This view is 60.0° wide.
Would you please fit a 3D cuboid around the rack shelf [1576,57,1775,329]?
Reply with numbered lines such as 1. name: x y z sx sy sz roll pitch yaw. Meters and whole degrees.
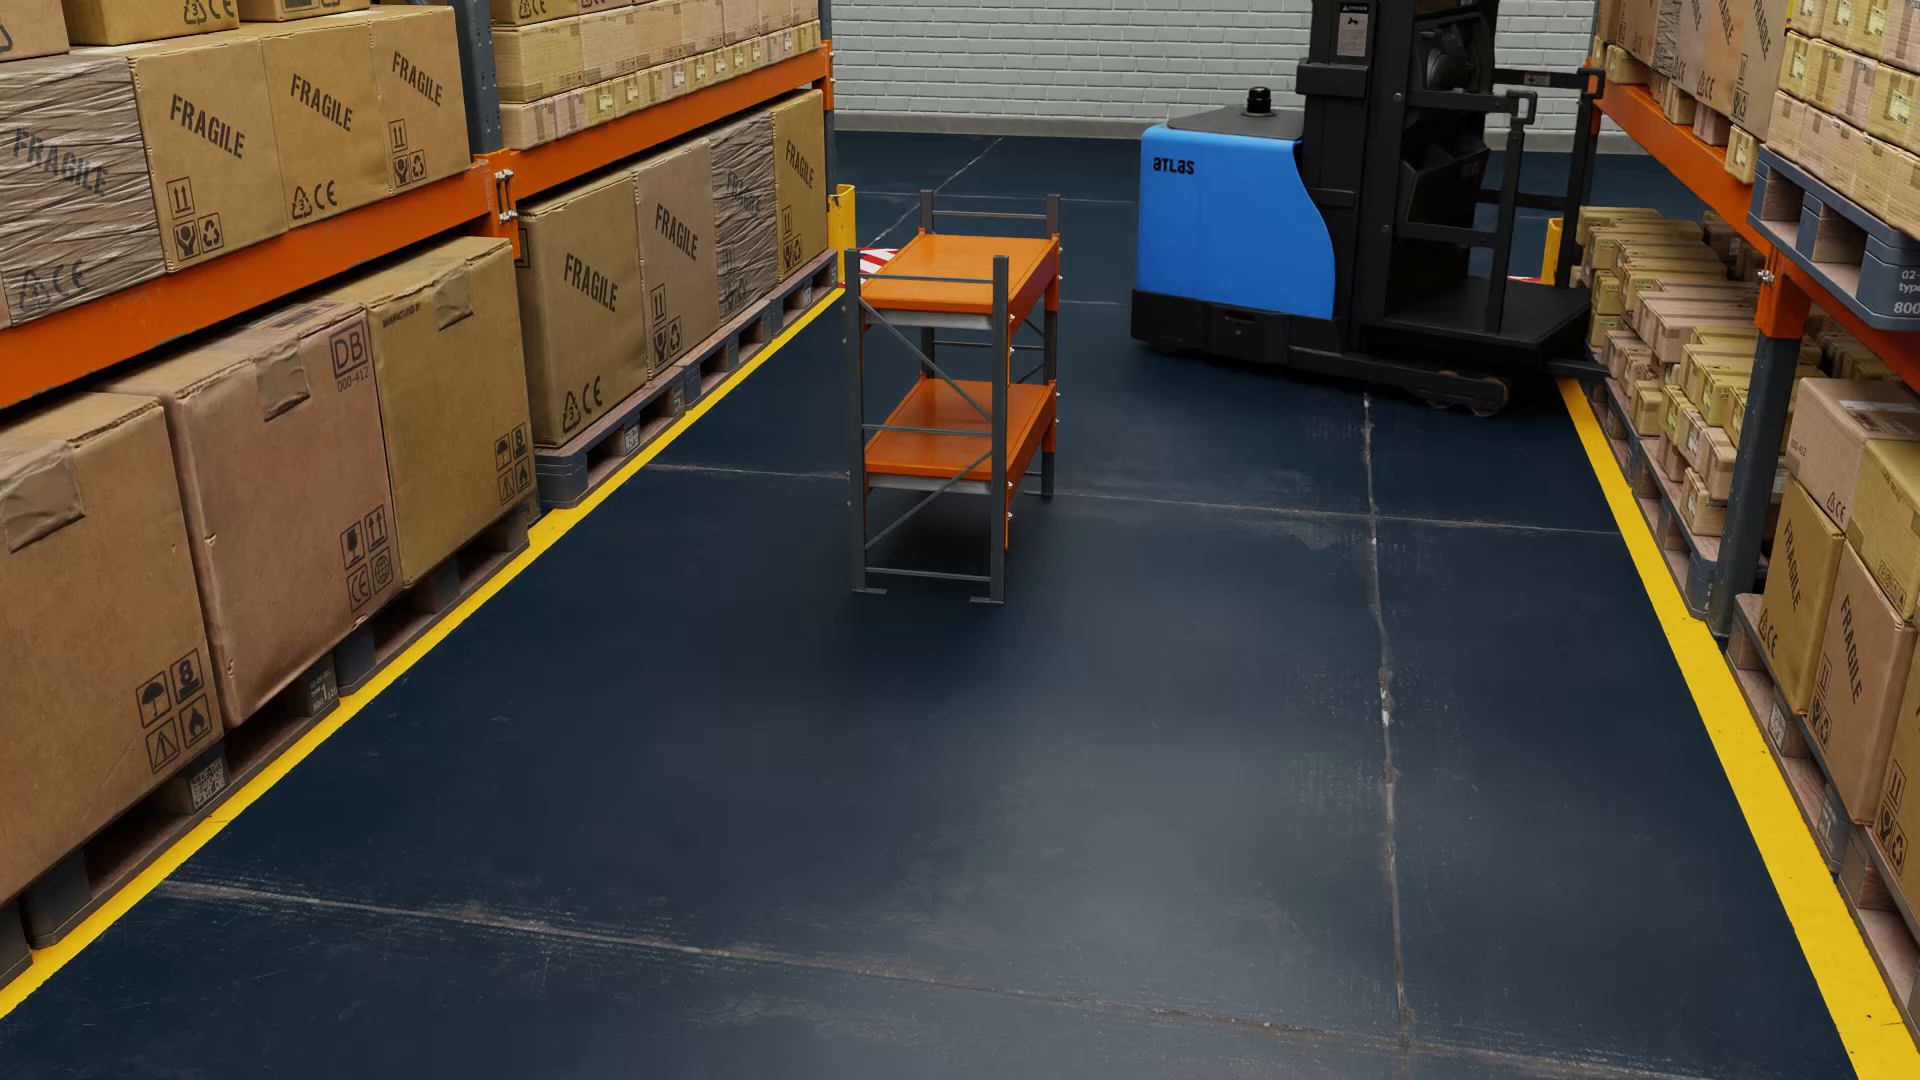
1. rack shelf: 3.219 -1.469 6.449 1.077 0.370 4.000 4 22 11

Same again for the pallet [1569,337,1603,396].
1. pallet: 3.411 -0.919 7.852 1.003 0.211 1.213 4 22 11

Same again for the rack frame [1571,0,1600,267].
1. rack frame: 3.627 -2.534 8.131 1.000 3.000 0.127 4 22 11

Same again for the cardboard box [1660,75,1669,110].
1. cardboard box: 2.972 -1.750 6.519 0.380 0.149 0.250 5 23 13

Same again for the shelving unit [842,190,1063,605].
1. shelving unit: 0.001 -0.524 5.650 0.538 1.125 1.048 4 22 11

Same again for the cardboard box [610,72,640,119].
1. cardboard box: -1.479 -1.741 6.499 0.380 0.149 0.250 4 22 9

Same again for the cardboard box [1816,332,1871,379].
1. cardboard box: 3.233 -0.619 5.834 0.380 0.149 0.250 4 22 10

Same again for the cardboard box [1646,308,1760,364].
1. cardboard box: 2.780 -0.753 6.165 0.380 0.149 0.250 3 22 8

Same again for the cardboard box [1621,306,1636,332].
1. cardboard box: 3.075 -0.991 7.154 0.380 0.149 0.250 3 22 8

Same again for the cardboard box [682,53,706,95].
1. cardboard box: -1.321 -2.023 7.197 0.380 0.149 0.250 4 22 9

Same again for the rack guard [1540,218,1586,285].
1. rack guard: 3.612 -1.347 8.529 1.175 0.500 0.348 4 22 11

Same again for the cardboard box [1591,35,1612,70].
1. cardboard box: 3.240 -2.324 7.946 0.380 0.149 0.250 4 22 10

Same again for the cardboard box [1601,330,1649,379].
1. cardboard box: 2.936 -0.776 7.019 0.380 0.149 0.250 3 22 8

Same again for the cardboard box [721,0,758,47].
1. cardboard box: -1.254 -2.449 7.721 0.500 0.250 0.500 4 22 9

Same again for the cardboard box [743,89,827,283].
1. cardboard box: -1.260 -1.918 8.884 0.875 0.875 0.875 4 22 11

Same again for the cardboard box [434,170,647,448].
1. cardboard box: -1.811 -0.931 6.432 0.875 0.875 0.875 4 22 11

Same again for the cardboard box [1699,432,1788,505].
1. cardboard box: 2.564 -0.221 5.243 0.380 0.149 0.250 5 22 12

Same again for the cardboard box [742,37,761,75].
1. cardboard box: -1.165 -2.304 7.895 0.380 0.149 0.250 4 22 10

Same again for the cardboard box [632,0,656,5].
1. cardboard box: -1.466 -2.428 6.667 0.500 0.500 0.500 4 22 9

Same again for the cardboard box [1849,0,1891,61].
1. cardboard box: 2.175 -1.121 3.599 0.380 0.149 0.250 5 22 11

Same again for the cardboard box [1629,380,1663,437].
1. cardboard box: 2.769 -0.492 6.313 0.380 0.149 0.250 4 22 11

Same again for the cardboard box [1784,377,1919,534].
1. cardboard box: 2.402 -0.204 4.126 0.500 0.250 0.500 3 22 9

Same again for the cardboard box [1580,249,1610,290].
1. cardboard box: 3.158 -1.277 7.864 0.380 0.149 0.250 4 22 11

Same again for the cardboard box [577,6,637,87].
1. cardboard box: -1.565 -1.888 6.329 0.500 0.250 0.500 4 22 11

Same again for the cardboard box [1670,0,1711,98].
1. cardboard box: 2.843 -1.826 5.840 0.500 0.500 0.500 4 22 11

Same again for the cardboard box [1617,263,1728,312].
1. cardboard box: 2.939 -1.034 6.863 0.380 0.149 0.250 5 22 12

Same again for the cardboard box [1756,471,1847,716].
1. cardboard box: 2.401 0.143 4.266 0.500 0.500 0.500 5 23 13

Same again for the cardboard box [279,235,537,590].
1. cardboard box: -2.135 -0.460 5.263 1.225 0.875 0.875 5 22 11

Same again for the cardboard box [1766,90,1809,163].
1. cardboard box: 2.281 -1.041 4.196 0.380 0.149 0.250 3 22 8

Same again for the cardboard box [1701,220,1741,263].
1. cardboard box: 3.660 -1.382 7.728 0.380 0.149 0.250 5 22 12

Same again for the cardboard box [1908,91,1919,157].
1. cardboard box: 2.072 -0.795 3.189 0.380 0.149 0.250 5 23 13

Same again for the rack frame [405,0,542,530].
1. rack frame: -2.024 -1.486 5.529 1.000 3.000 0.127 4 22 11

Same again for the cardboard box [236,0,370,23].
1. cardboard box: -2.146 -1.764 4.741 0.797 0.503 0.637 4 22 10

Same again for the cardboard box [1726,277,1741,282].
1. cardboard box: 3.539 -1.049 7.299 0.380 0.149 0.250 4 22 10

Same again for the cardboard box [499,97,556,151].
1. cardboard box: -1.638 -1.453 5.782 0.380 0.149 0.250 5 22 11

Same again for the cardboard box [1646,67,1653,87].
1. cardboard box: 3.203 -2.028 7.211 0.380 0.149 0.250 6 23 13

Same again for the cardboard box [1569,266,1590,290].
1. cardboard box: 3.207 -1.239 8.170 0.380 0.149 0.250 5 22 12

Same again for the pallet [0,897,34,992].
1. pallet: -2.605 0.987 3.119 1.003 0.211 1.213 4 22 11

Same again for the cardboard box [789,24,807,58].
1. cardboard box: -1.009 -2.582 8.586 0.380 0.149 0.250 5 22 11

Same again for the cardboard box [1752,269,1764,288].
1. cardboard box: 3.454 -0.997 6.773 0.380 0.149 0.250 4 22 9

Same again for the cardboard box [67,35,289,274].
1. cardboard box: -2.059 -0.969 4.110 0.500 0.500 0.500 4 22 10

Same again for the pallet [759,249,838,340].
1. pallet: -1.294 -1.357 8.941 1.003 0.211 1.213 4 22 11

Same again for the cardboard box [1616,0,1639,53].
1. cardboard box: 3.181 -2.378 7.210 0.500 0.500 0.500 5 22 11

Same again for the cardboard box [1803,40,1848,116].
1. cardboard box: 2.230 -1.084 3.905 0.380 0.149 0.250 4 22 10

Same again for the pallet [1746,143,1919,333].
1. pallet: 2.513 -0.714 3.868 1.003 0.211 1.213 4 22 11

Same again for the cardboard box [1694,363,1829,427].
1. cardboard box: 2.642 -0.466 5.453 0.380 0.149 0.250 5 22 12

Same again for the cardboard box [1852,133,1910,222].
1. cardboard box: 2.123 -0.756 3.489 0.380 0.149 0.250 5 22 11

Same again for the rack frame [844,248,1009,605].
1. rack frame: -0.102 -0.338 5.188 0.500 1.125 0.032 4 22 11

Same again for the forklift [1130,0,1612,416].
1. forklift: 2.334 -2.118 7.190 3.031 2.935 1.130 15 26 32

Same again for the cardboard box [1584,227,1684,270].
1. cardboard box: 3.073 -1.324 7.585 0.380 0.149 0.250 4 22 11
